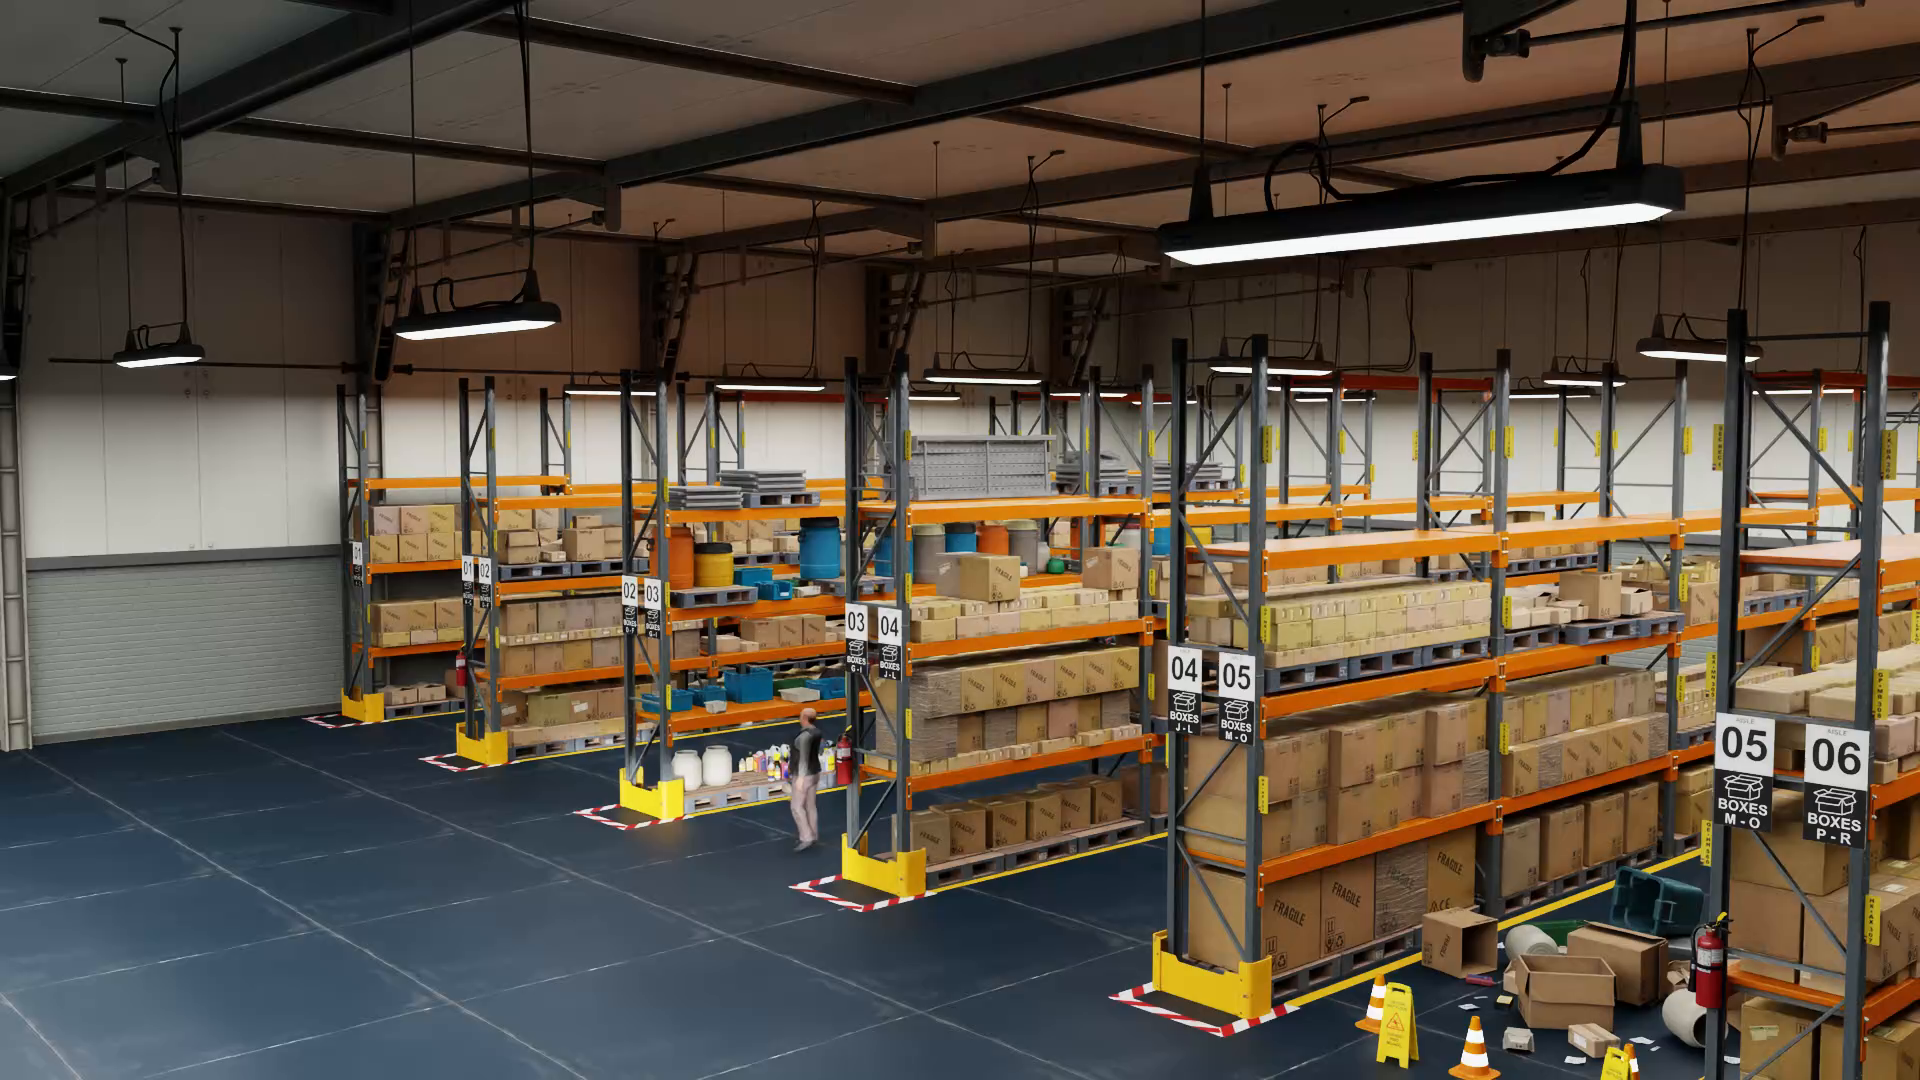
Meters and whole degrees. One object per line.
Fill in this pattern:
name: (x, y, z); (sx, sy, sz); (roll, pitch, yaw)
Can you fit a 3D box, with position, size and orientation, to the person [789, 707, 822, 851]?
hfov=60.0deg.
person: (-1.923, 2.961, 20.664); (0.368, 1.756, 0.557); (1, 4, 16)
